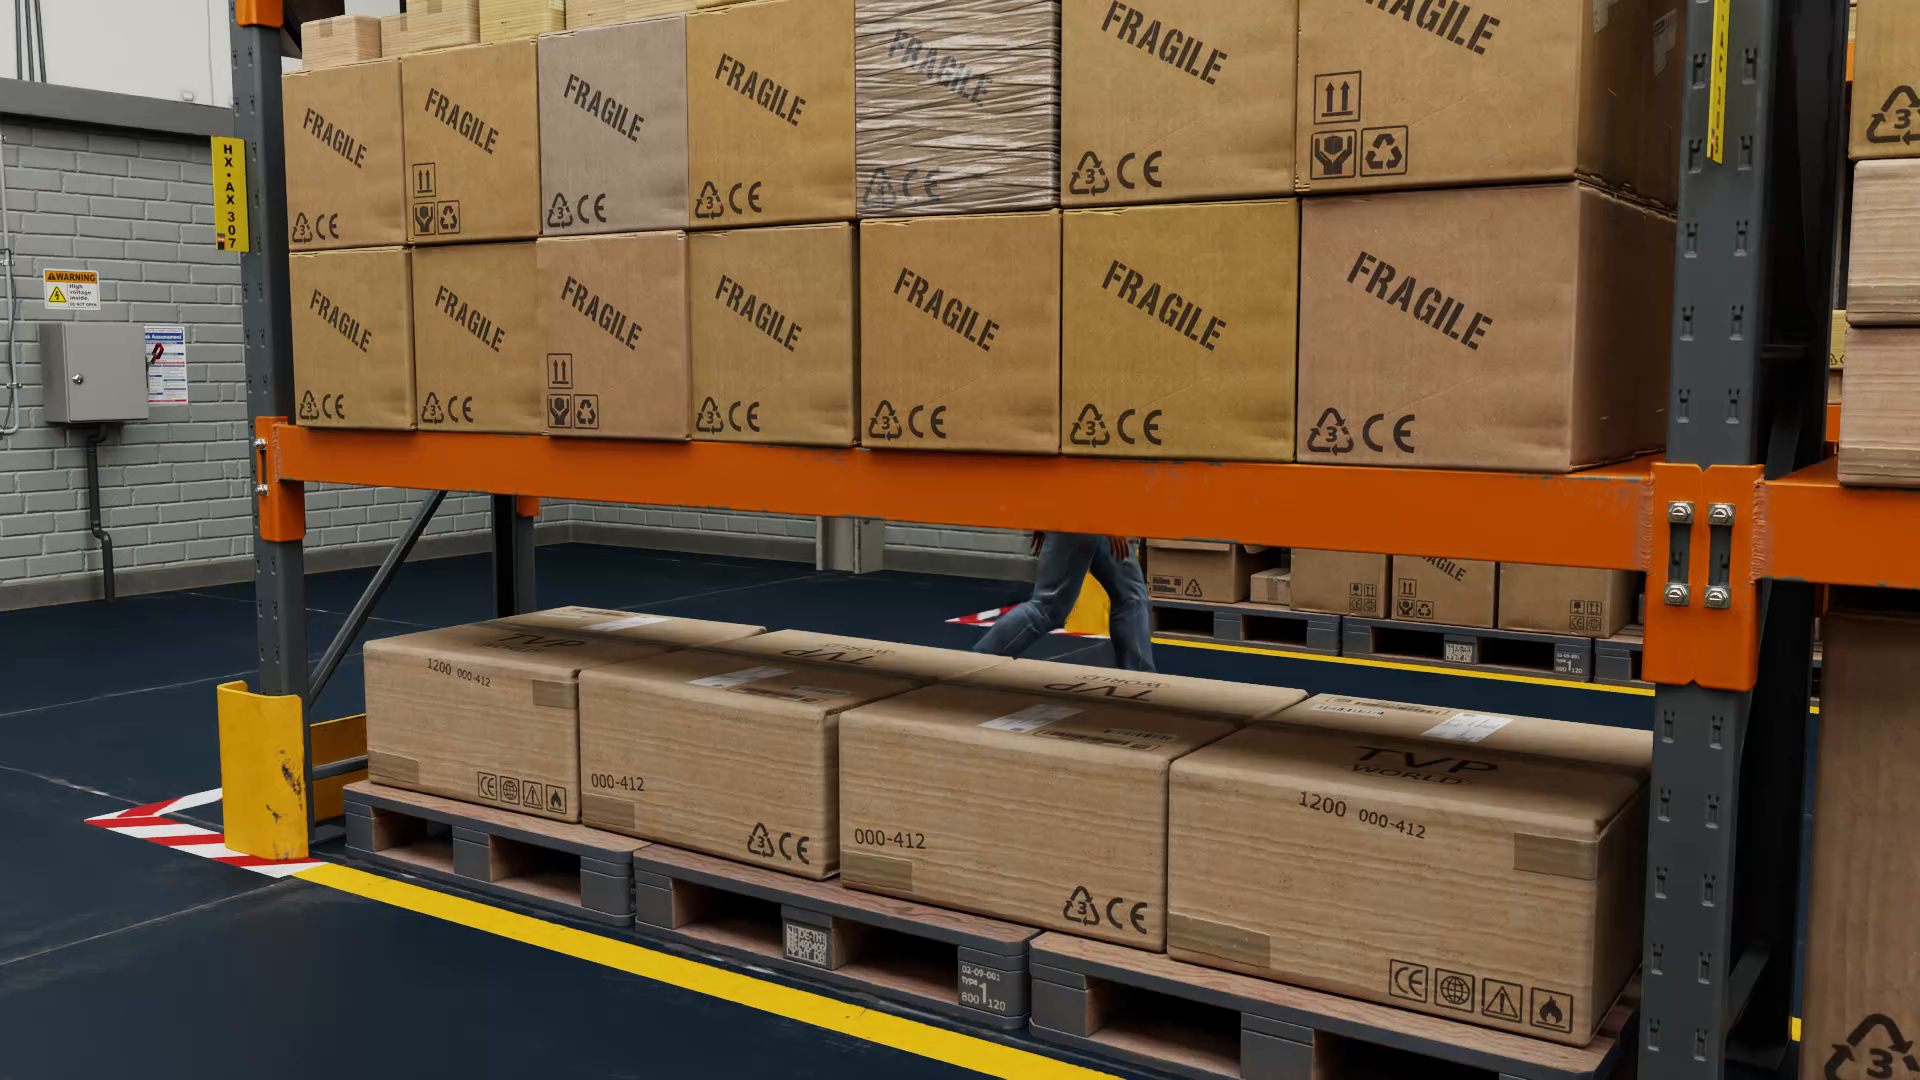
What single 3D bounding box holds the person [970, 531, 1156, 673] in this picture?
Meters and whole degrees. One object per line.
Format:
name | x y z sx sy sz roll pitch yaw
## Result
person | 0.481 -0.114 6.774 1.054 1.722 0.602 0 6 4
